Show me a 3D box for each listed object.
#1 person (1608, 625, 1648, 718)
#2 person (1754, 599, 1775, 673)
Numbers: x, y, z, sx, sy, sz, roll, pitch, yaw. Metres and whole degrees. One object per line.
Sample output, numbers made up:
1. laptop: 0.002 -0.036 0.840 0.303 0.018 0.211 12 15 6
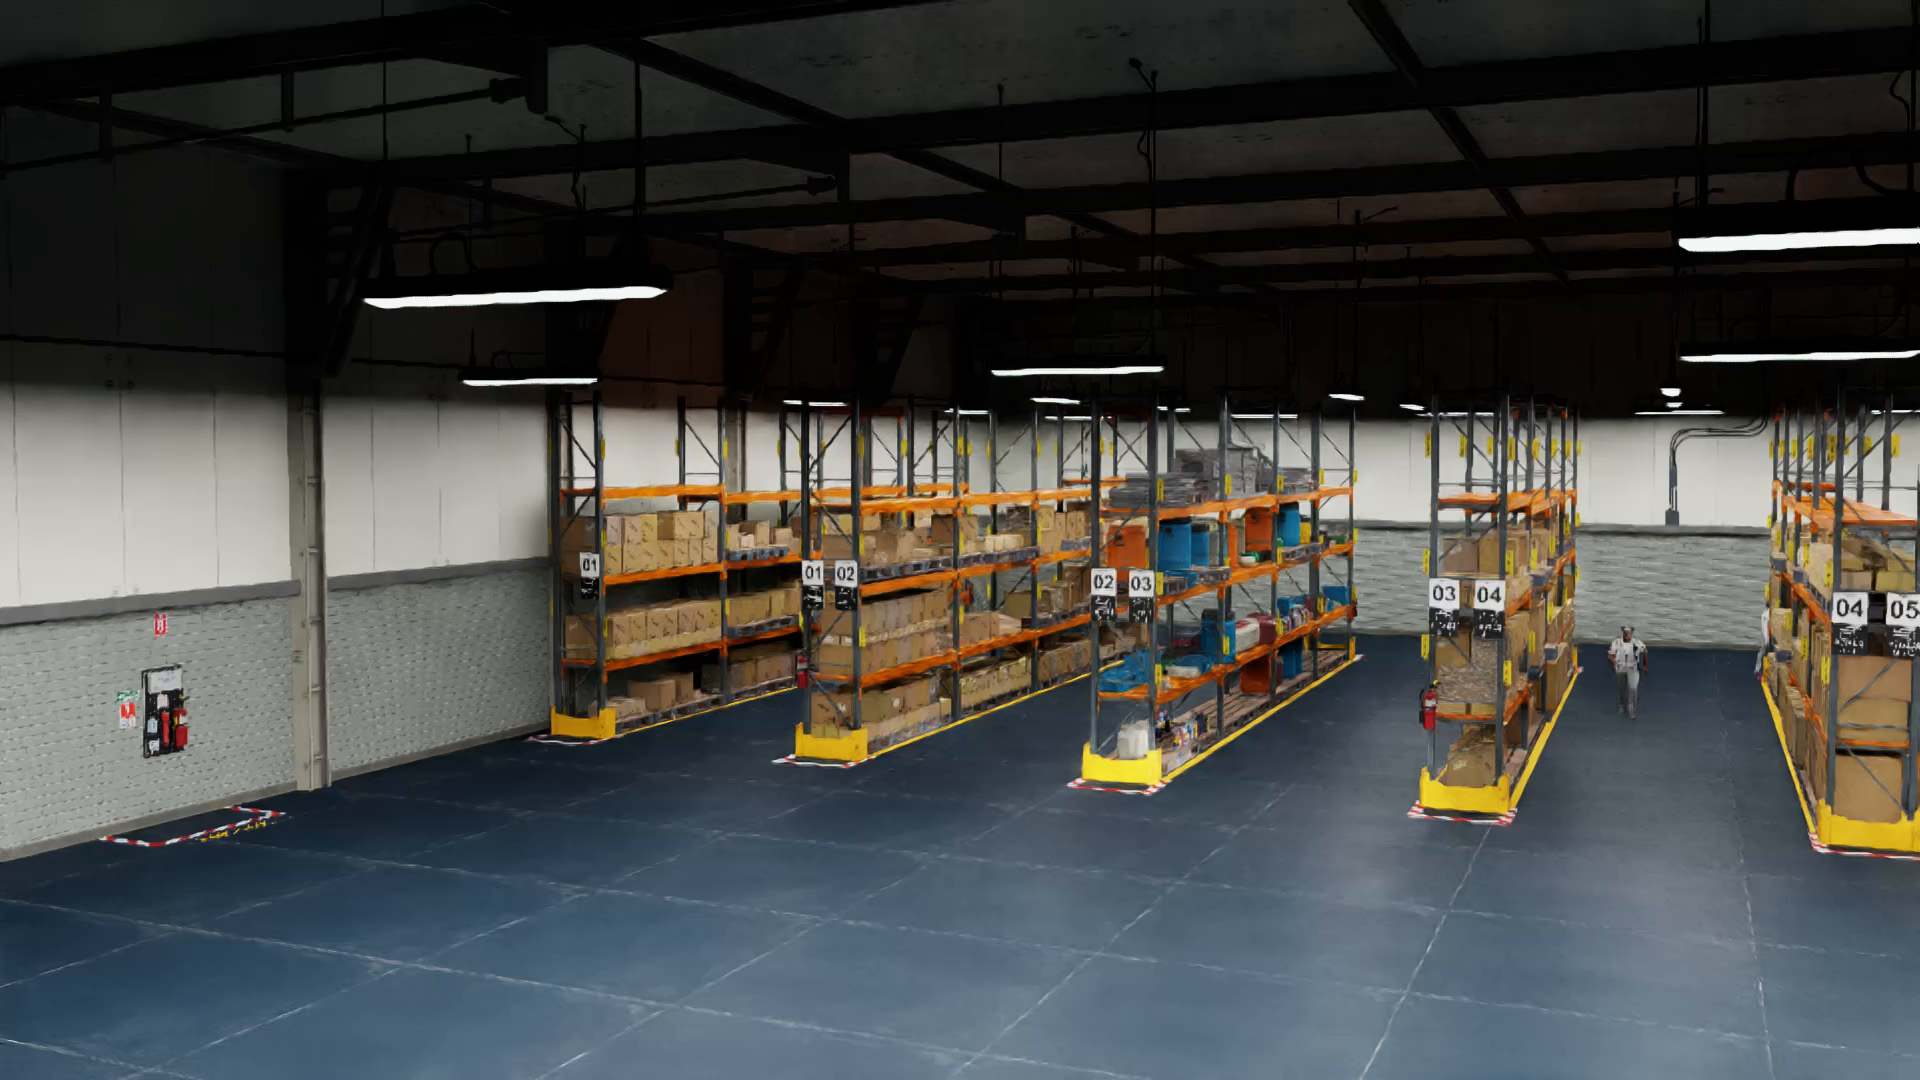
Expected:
1. person: 12.513 2.429 31.192 0.686 1.709 0.867 2 4 28
2. person: 18.024 2.116 36.933 0.685 1.672 0.548 -2 4 -31
